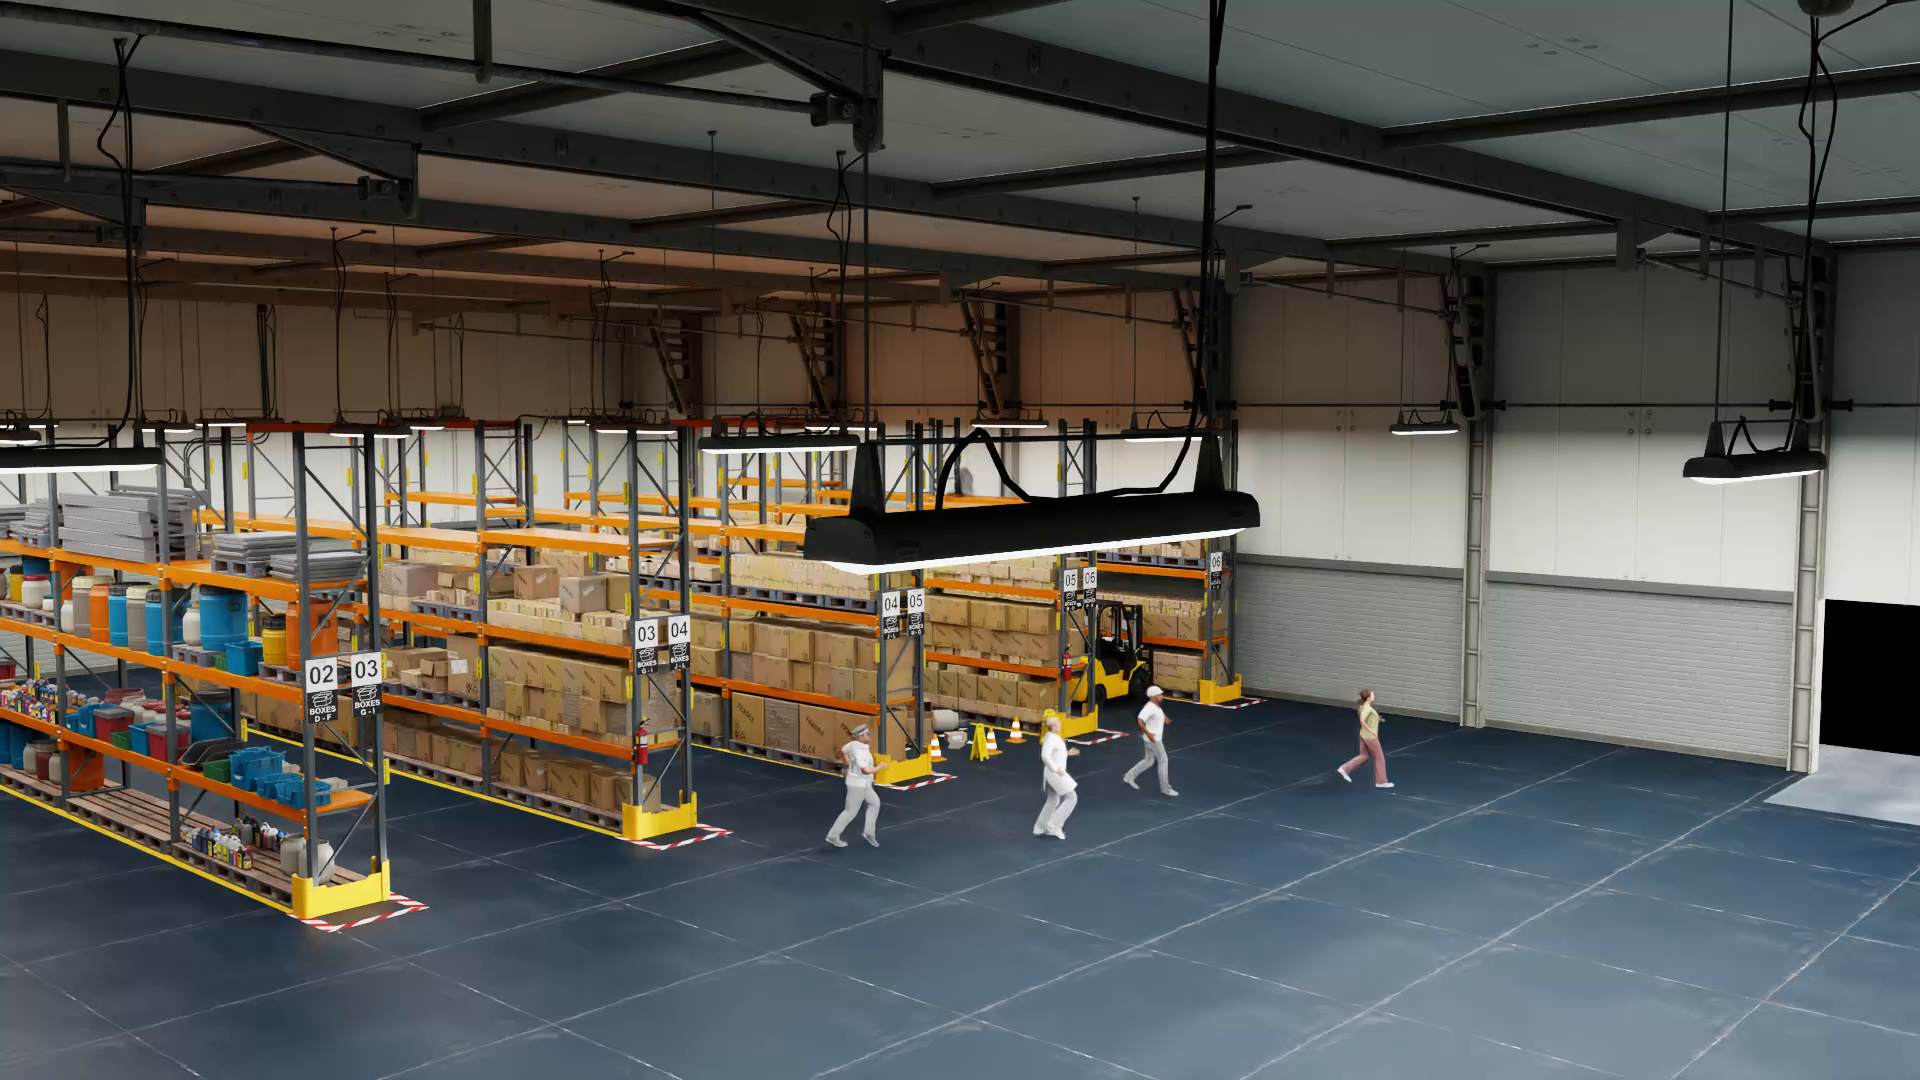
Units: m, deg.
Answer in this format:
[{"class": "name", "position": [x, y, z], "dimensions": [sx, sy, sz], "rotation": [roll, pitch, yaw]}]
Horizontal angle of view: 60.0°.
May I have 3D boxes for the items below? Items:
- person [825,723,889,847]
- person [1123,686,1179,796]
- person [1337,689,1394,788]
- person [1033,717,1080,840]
[{"class": "person", "position": [-1.470, 3.521, 23.691], "dimensions": [0.918, 1.844, 0.675], "rotation": [-1, 5, -7]}, {"class": "person", "position": [3.101, 3.244, 26.950], "dimensions": [0.916, 1.781, 0.664], "rotation": [0, 5, 2]}, {"class": "person", "position": [6.695, 3.260, 27.351], "dimensions": [0.929, 1.640, 0.585], "rotation": [0, 5, -5]}, {"class": "person", "position": [1.435, 3.476, 24.251], "dimensions": [0.729, 1.803, 0.670], "rotation": [-1, 5, -12]}]
